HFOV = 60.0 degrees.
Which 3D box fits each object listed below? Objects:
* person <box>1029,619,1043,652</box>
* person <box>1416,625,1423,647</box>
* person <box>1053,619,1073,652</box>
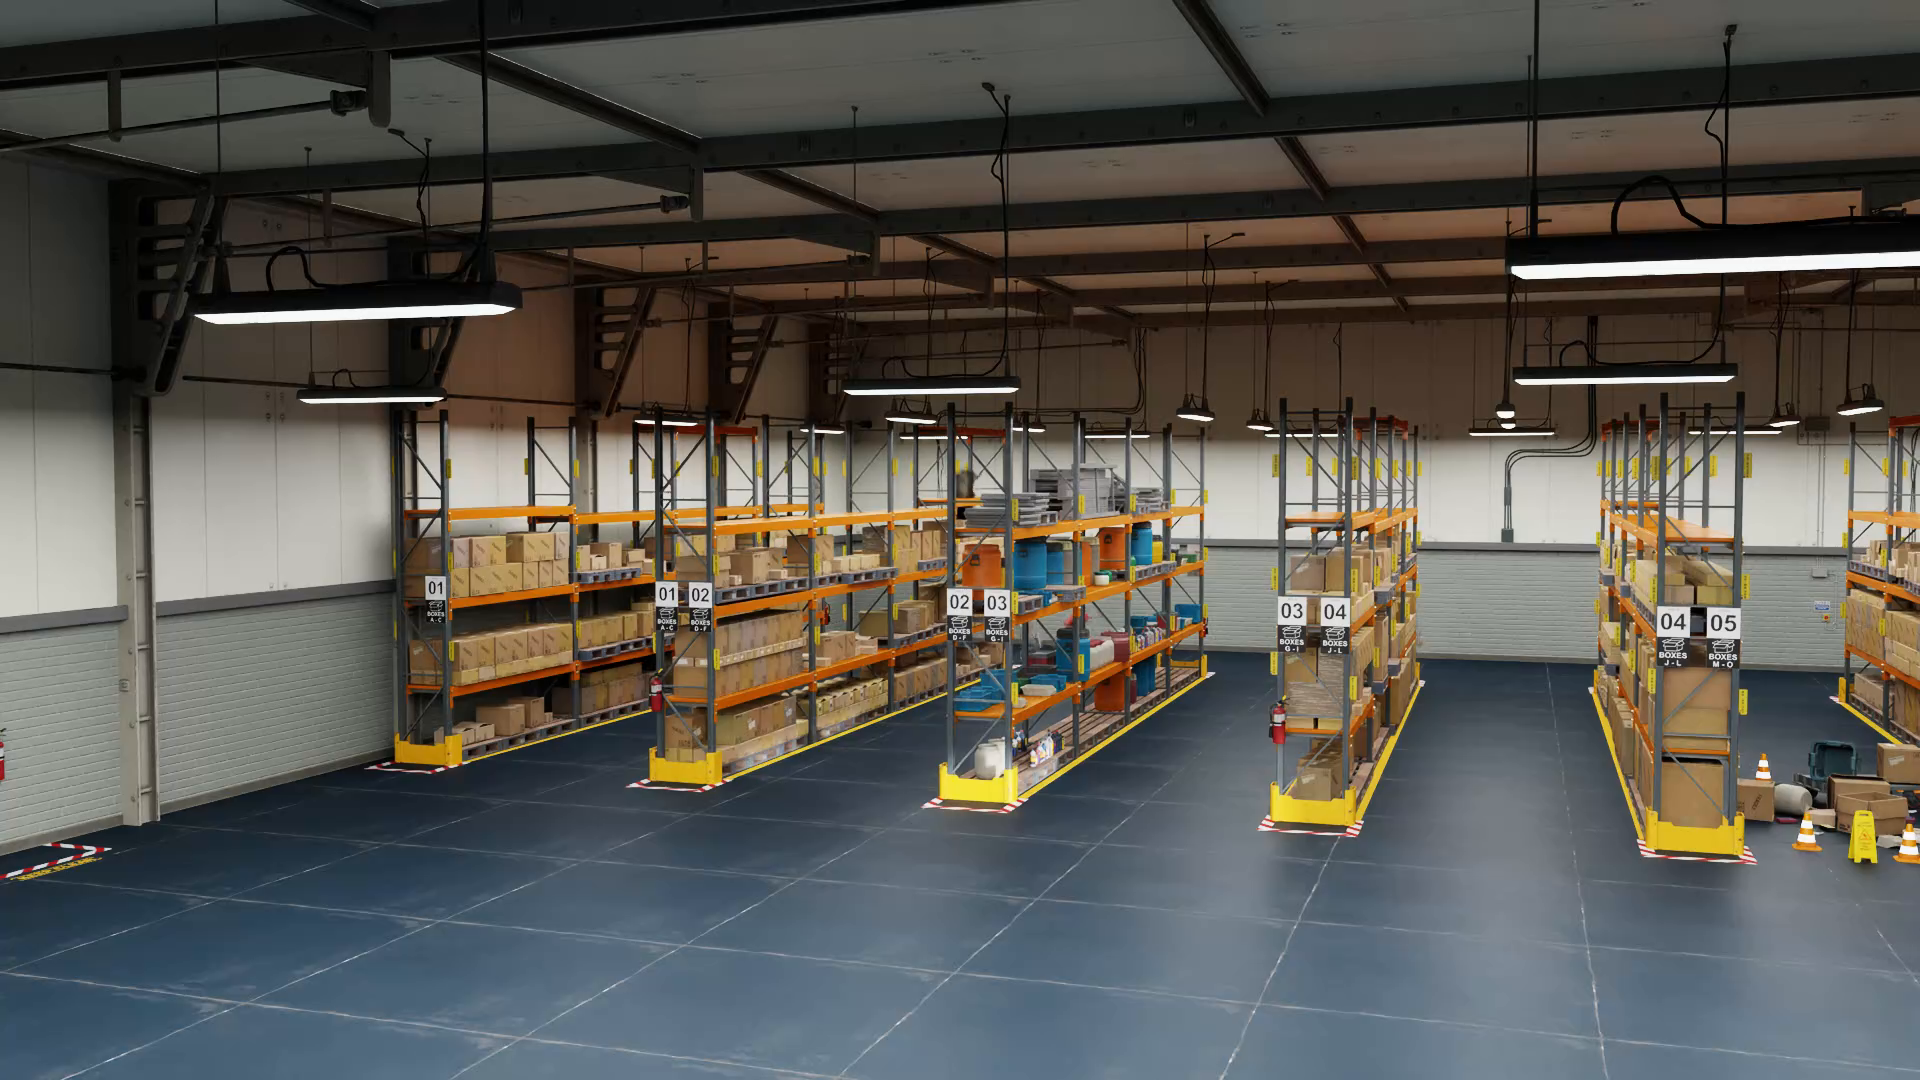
[{"bbox_3d":[1.791,2.426,42.314,0.531,1.562,0.597,2,3,44],"label":"person"},{"bbox_3d":[10.626,2.446,39.694,0.586,1.695,0.734,-2,3,-35],"label":"person"},{"bbox_3d":[2.341,2.581,36.287,0.702,1.742,0.694,1,3,26],"label":"person"}]
